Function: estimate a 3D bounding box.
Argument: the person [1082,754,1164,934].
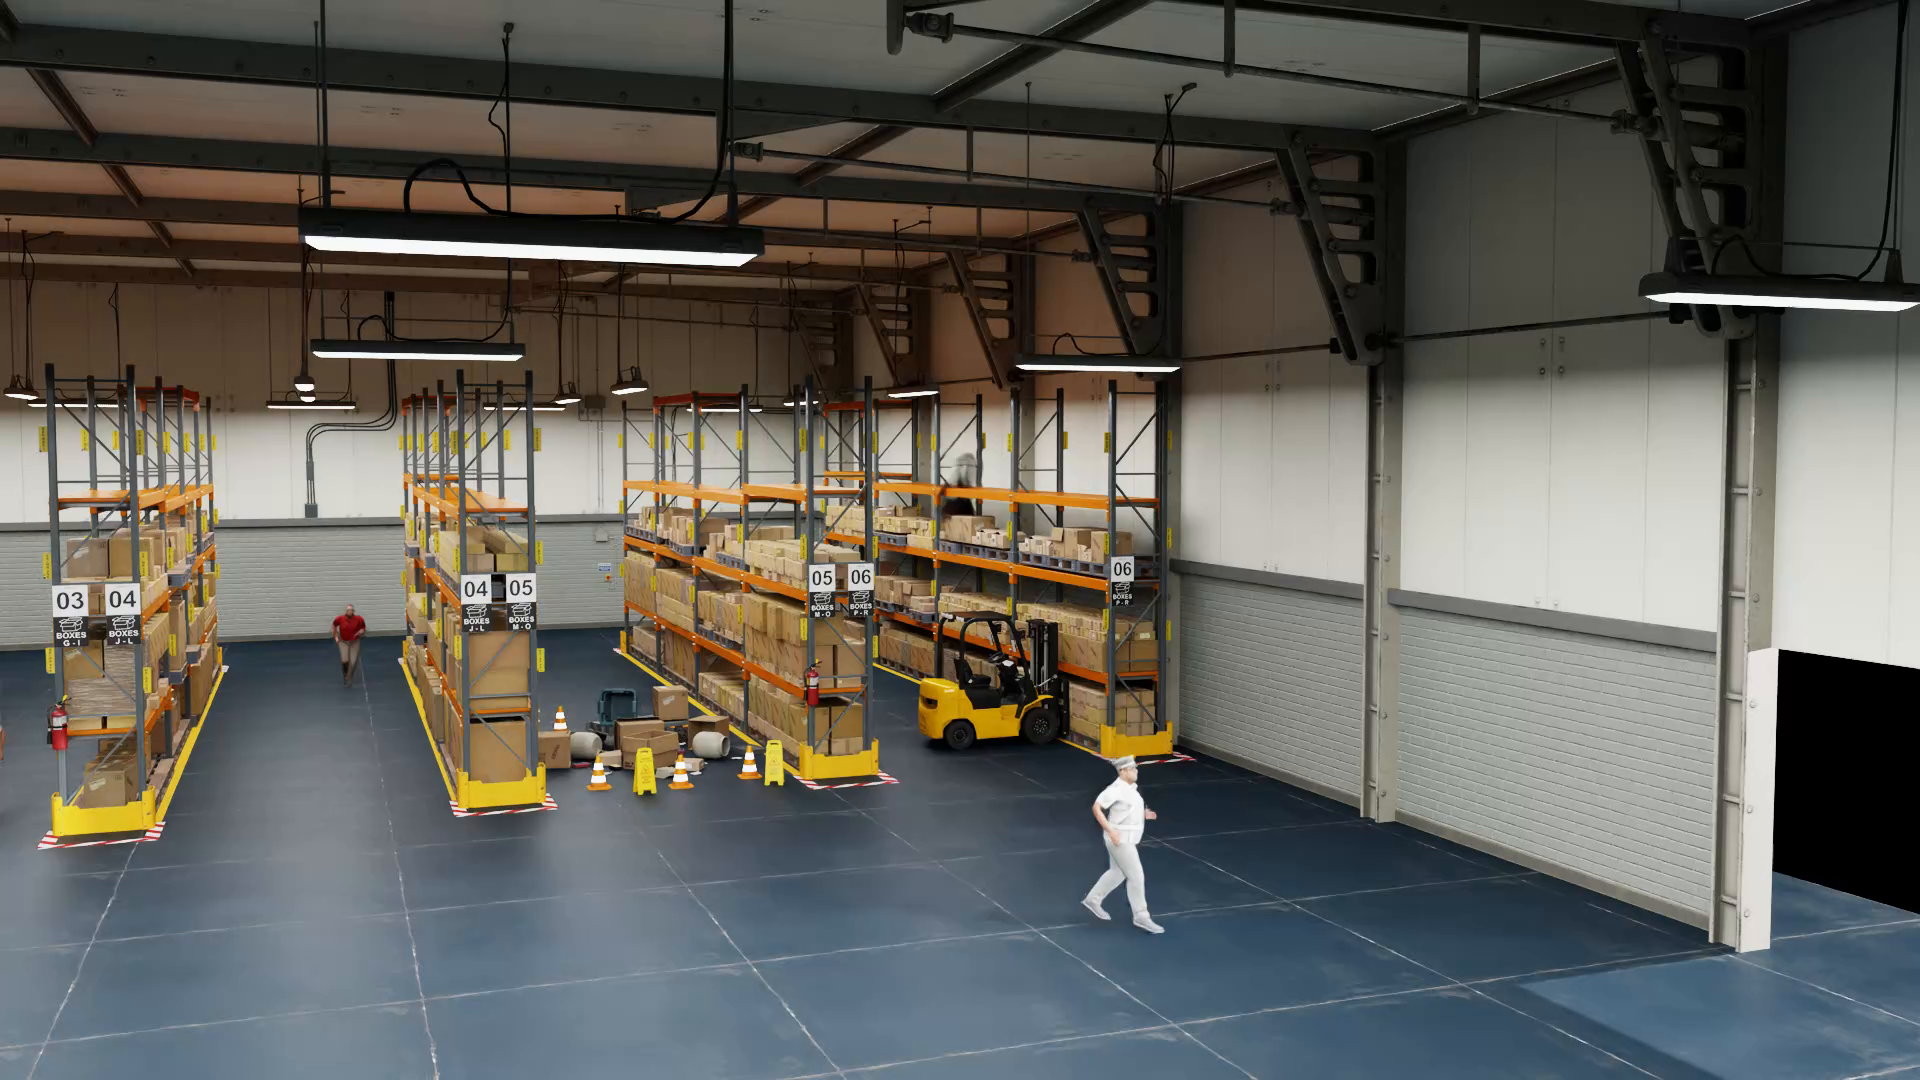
[{"bbox_3d":[1.684,3.096,17.140,0.899,1.793,0.665,1,4,19],"label":"person"}]

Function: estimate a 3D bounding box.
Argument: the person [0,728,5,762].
[{"bbox_3d":[-12.616,2.894,21.338,0.610,1.734,0.855,-1,4,-24],"label":"person"}]

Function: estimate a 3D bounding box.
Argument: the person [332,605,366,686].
[{"bbox_3d":[-12.509,2.164,34.094,0.622,1.687,0.765,-2,4,-28],"label":"person"}]
